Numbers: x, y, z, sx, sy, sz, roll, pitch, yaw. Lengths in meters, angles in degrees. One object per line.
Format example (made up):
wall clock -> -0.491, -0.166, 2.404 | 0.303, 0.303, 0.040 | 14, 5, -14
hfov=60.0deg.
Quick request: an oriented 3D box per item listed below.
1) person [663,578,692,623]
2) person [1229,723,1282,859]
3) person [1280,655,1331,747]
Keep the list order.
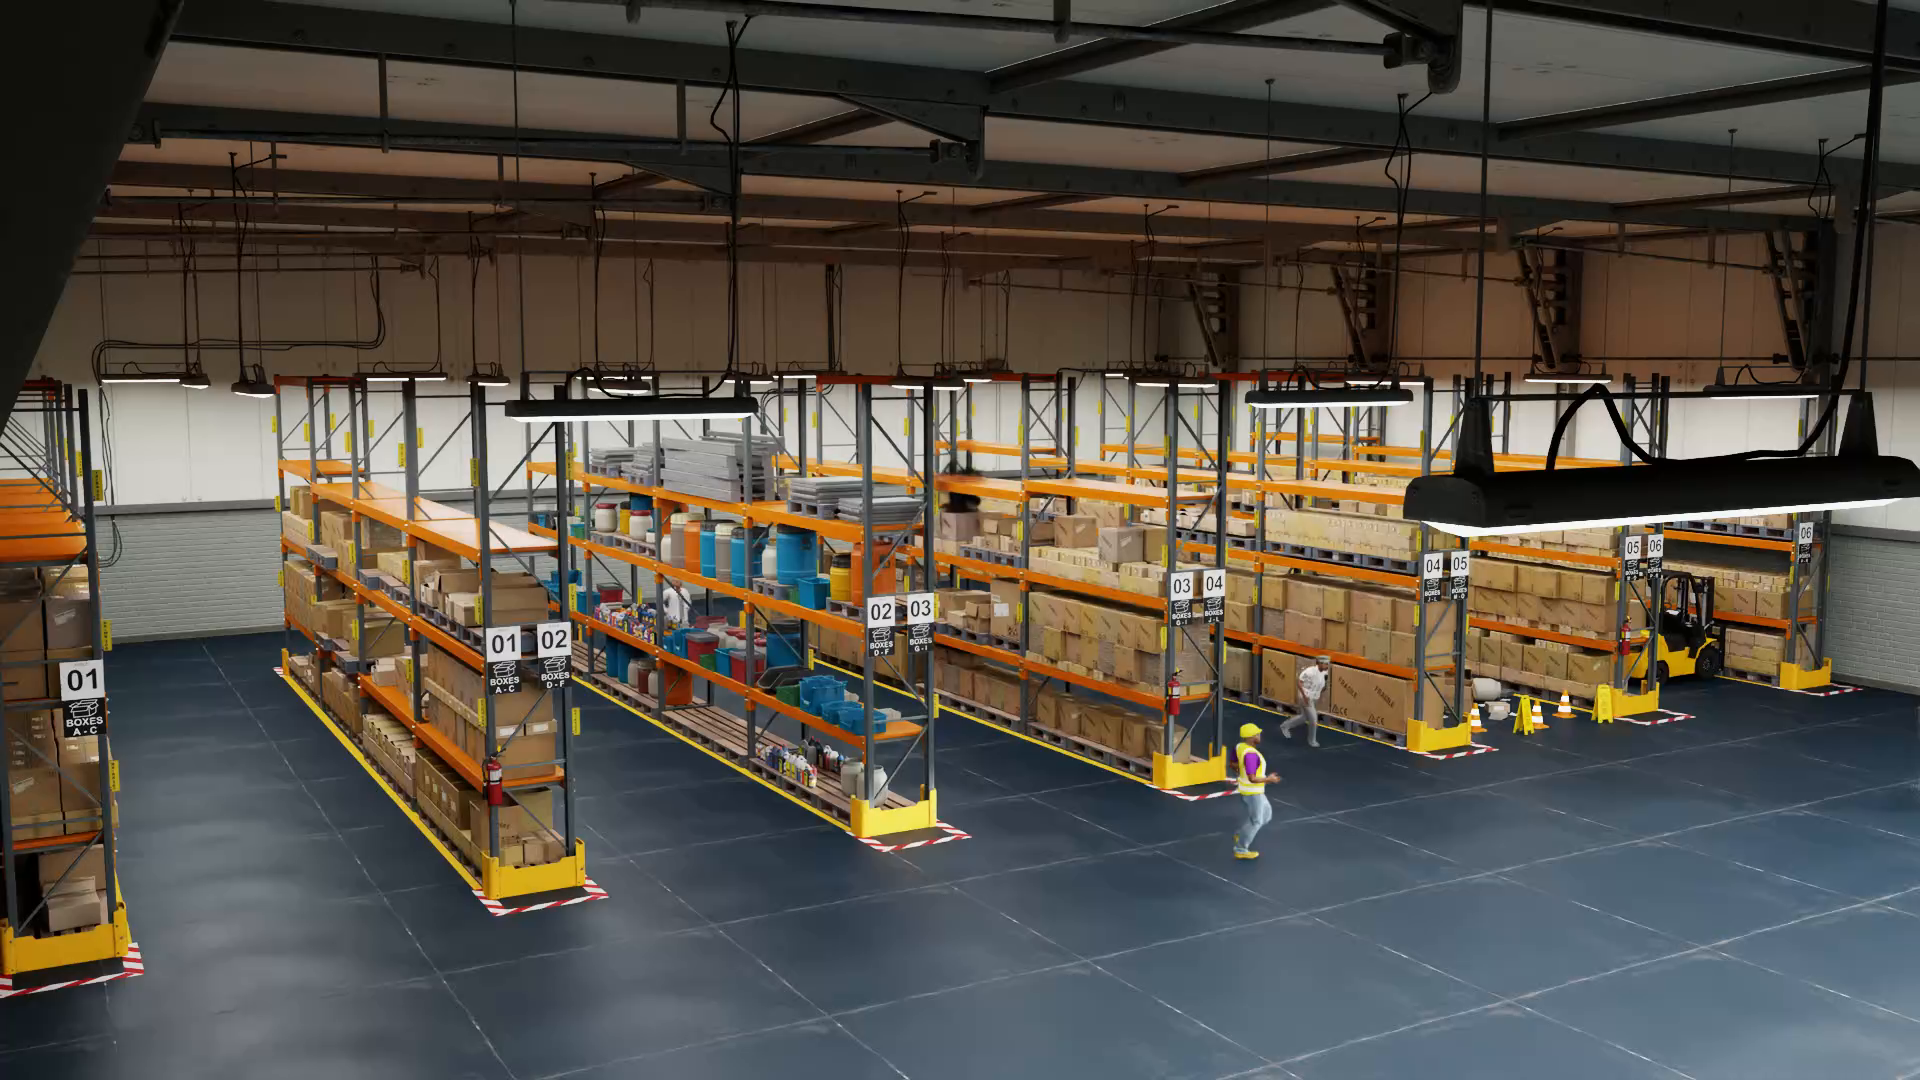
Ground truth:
person -> -5.923, 1.634, 35.039 | 0.698, 1.734, 0.623 | -6, 8, -42
person -> 3.739, 3.163, 21.015 | 0.600, 1.724, 0.685 | 0, 6, 1
person -> 5.690, 2.619, 27.326 | 0.564, 1.575, 0.960 | -4, 8, -35
